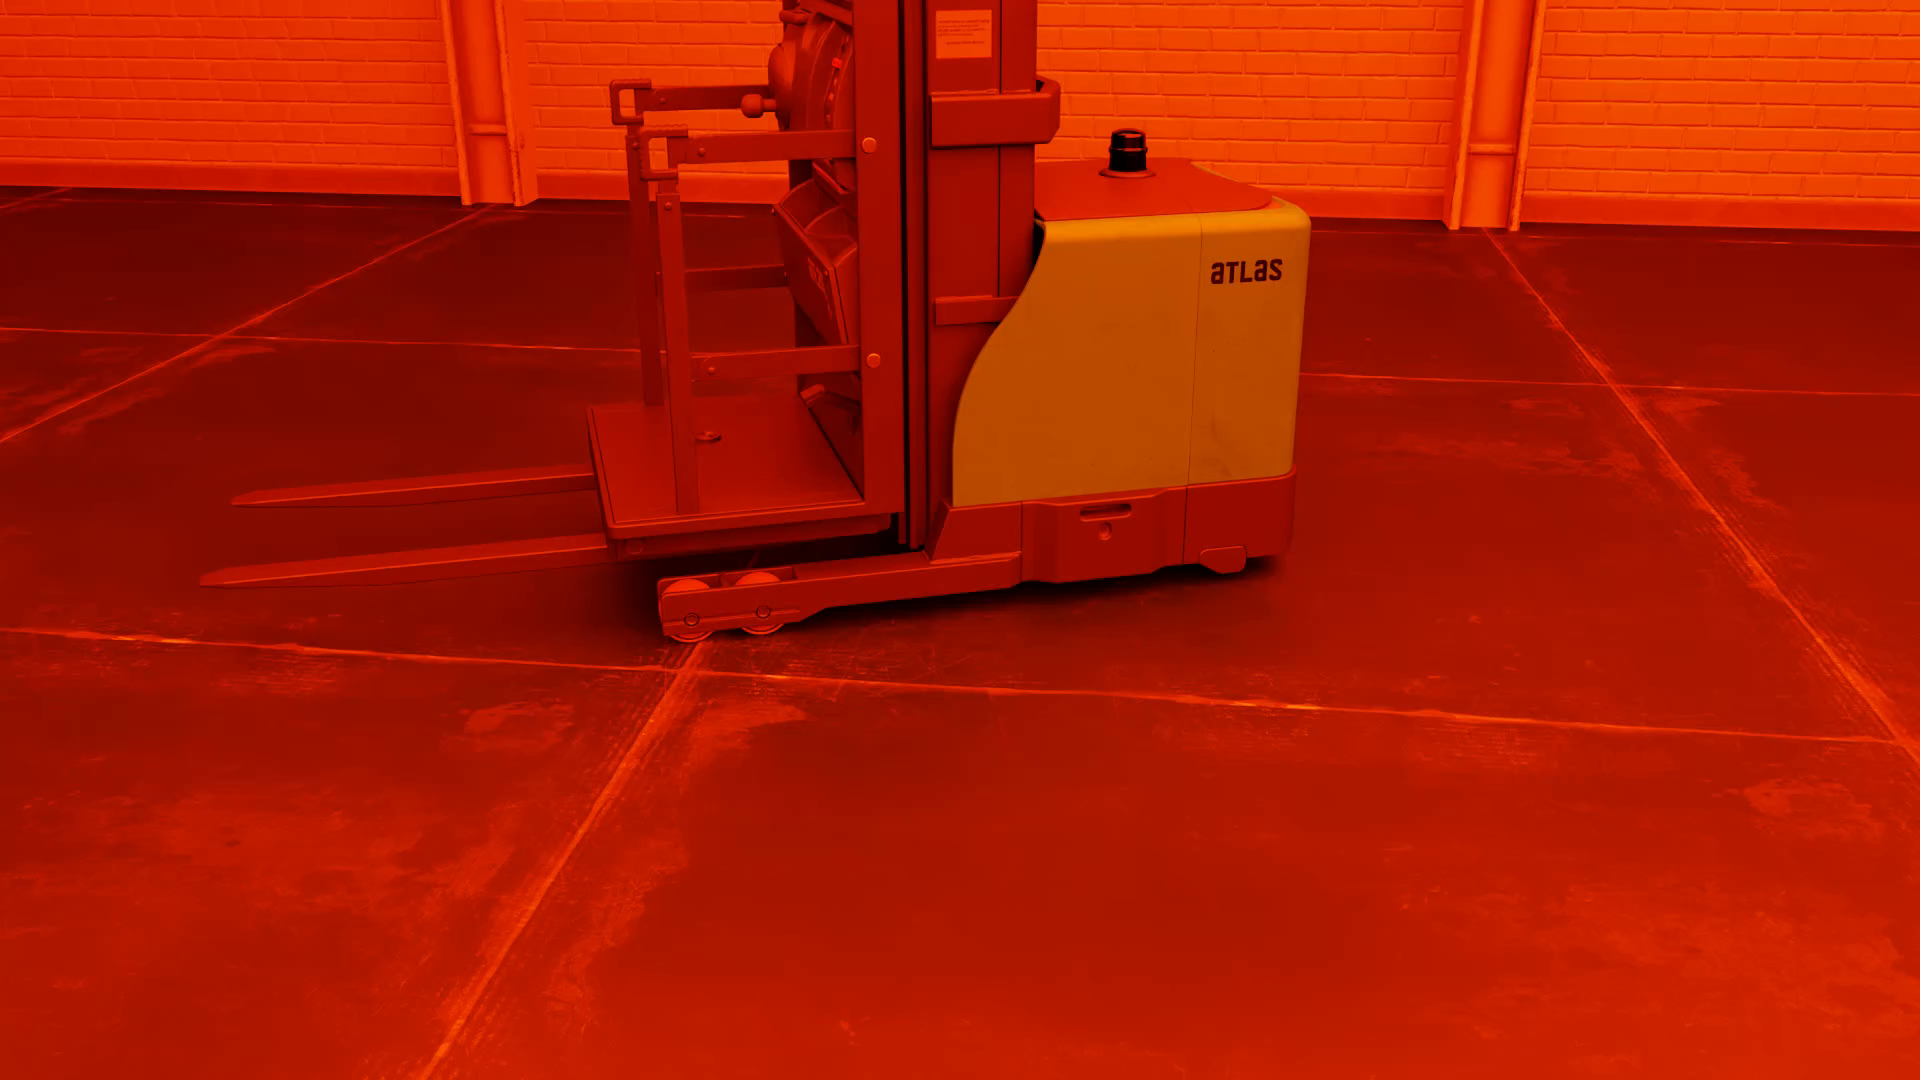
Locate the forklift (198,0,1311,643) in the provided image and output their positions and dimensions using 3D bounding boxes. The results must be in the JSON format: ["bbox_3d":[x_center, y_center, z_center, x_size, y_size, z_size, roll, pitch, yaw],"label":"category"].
[{"bbox_3d":[-0.588,-1.301,4.485,3.031,2.935,1.130,-6,23,-14],"label":"forklift"}]
